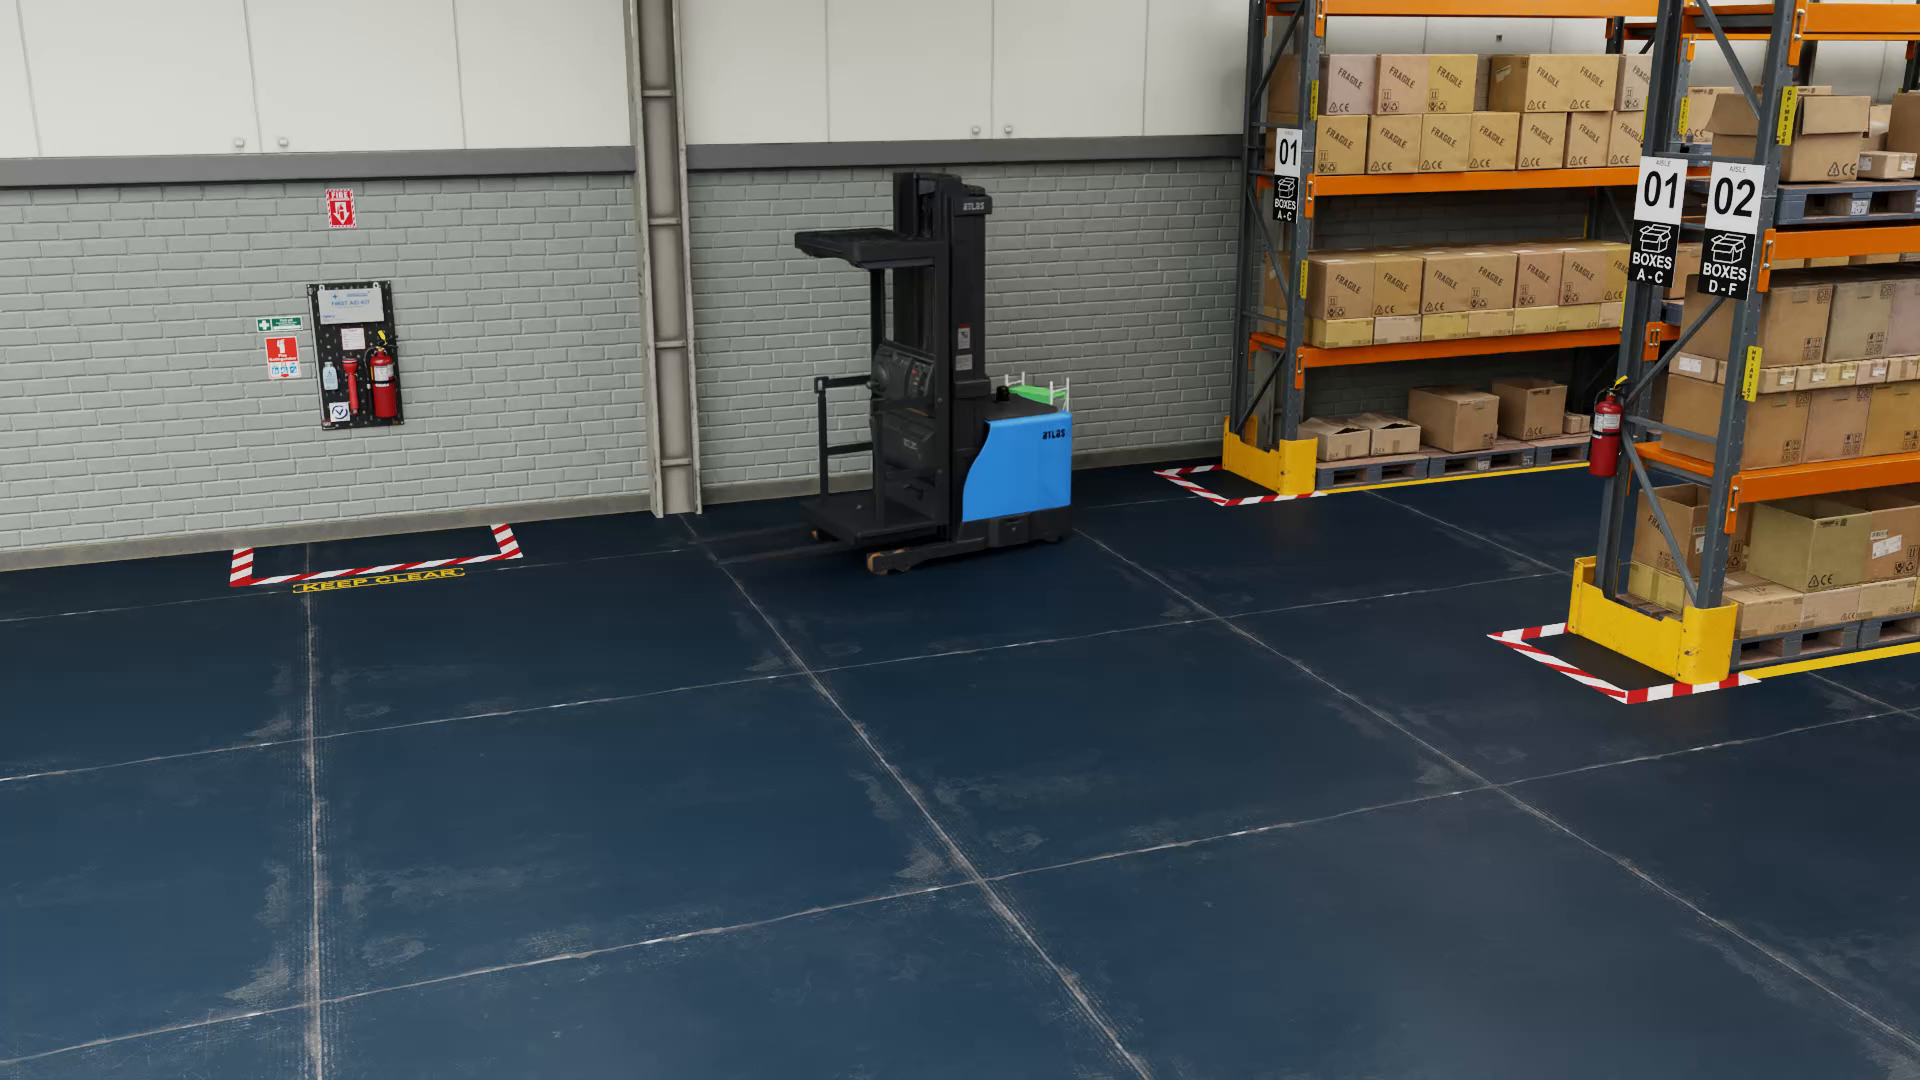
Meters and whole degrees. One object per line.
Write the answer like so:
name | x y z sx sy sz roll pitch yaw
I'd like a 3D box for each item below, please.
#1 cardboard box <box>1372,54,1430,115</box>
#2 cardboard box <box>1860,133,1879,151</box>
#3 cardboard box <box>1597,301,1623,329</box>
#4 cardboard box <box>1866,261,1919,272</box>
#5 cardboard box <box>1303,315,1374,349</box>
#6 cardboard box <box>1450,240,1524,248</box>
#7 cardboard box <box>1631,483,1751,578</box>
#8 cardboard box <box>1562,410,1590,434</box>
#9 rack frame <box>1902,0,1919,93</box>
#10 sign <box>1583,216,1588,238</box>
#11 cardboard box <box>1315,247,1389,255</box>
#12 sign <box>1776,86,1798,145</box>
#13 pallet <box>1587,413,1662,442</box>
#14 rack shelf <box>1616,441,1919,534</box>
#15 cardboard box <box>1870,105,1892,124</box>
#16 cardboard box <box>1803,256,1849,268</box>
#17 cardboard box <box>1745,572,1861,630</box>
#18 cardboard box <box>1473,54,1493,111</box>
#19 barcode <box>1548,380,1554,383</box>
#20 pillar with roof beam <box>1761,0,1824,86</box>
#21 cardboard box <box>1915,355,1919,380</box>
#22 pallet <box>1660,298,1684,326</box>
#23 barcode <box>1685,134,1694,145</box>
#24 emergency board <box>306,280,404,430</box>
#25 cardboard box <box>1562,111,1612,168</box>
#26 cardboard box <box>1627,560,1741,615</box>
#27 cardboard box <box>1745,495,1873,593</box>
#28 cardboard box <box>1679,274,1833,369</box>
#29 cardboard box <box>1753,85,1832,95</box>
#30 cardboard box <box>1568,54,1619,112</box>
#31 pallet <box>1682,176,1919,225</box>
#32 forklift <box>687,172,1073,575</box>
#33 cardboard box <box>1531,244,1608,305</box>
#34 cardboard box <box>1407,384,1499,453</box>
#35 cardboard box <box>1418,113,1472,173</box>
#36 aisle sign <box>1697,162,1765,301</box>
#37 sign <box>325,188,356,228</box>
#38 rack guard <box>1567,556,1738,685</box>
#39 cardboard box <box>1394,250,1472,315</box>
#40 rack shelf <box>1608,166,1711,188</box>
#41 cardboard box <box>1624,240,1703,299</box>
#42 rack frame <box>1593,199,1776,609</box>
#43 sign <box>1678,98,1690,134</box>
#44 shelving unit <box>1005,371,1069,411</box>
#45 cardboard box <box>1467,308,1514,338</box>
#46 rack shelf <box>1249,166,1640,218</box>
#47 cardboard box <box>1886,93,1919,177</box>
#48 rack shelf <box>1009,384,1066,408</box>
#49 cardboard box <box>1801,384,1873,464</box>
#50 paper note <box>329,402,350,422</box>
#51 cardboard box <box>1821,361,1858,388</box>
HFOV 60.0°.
cardboard box | 3.727 -3.985 14.533 0.500 0.500 0.500 -6 18 -21
cardboard box | 5.551 -2.515 10.786 0.500 0.250 0.500 -6 17 -20
cardboard box | 6.195 -2.210 16.029 0.500 0.250 0.500 -6 17 -20
cardboard box | 6.487 -1.569 11.136 0.500 0.500 0.700 -6 17 -20
cardboard box | 3.363 -1.899 14.973 0.500 0.250 0.500 -7 18 -22
cardboard box | 5.063 -2.604 16.043 0.500 0.500 0.500 -6 17 -19
cardboard box | 4.964 -0.068 11.308 0.500 0.500 0.500 -6 17 -20
cardboard box | 6.040 -1.189 16.572 0.250 0.166 0.380 -9 18 -27
rack frame | 10.264 -5.681 16.973 0.127 3.000 1.000 -6 17 -20
sign | 6.327 -3.101 16.778 0.005 0.325 0.100 -6 17 -20
cardboard box | 3.631 -2.445 15.501 0.500 0.500 0.500 -6 17 -19
sign | 4.763 -2.443 9.579 0.005 0.325 0.100 -6 17 -20
pallet | 7.255 -1.140 17.107 1.213 0.211 1.003 -6 17 -20
rack shelf | 6.437 -0.550 11.423 4.000 0.370 1.077 -6 17 -20
cardboard box | 9.020 -4.195 17.017 0.637 0.503 0.797 -4 17 -12
cardboard box | 8.673 -2.880 17.124 0.500 0.500 0.700 -6 17 -20
cardboard box | 5.616 0.378 11.123 0.500 0.250 0.500 -6 17 -20
cardboard box | 4.549 -4.235 15.386 0.500 0.500 0.500 -6 17 -20
barcode | 5.939 -1.573 16.720 0.075 0.075 0.001 -6 17 -20
pillar with roof beam | 10.281 -4.645 13.445 0.400 9.000 9.100 -6 17 -20
cardboard box | 6.215 -1.166 10.915 0.250 0.149 0.380 -6 18 -21
pallet | 7.295 -2.346 16.604 1.213 0.211 1.003 -6 17 -20
barcode | 4.679 -2.568 10.666 0.075 0.075 0.001 -6 17 -20
emergency board | -4.786 -1.450 13.213 0.643 1.169 0.194 -6 17 -20
cardboard box | 5.669 -3.733 15.449 0.500 0.500 0.500 -8 18 -25
cardboard box | 4.965 0.293 11.412 0.500 0.250 0.500 -6 17 -20
cardboard box | 5.616 0.018 11.016 0.500 0.500 0.500 -6 17 -20
cardboard box | 5.060 -1.413 10.605 0.500 0.500 0.700 -6 17 -20
cardboard box | 8.220 -4.247 16.489 0.500 0.500 0.500 -7 18 -22
cardboard box | 5.647 -4.196 15.251 0.500 0.500 0.500 -5 17 -17
pallet | 5.239 -2.154 10.444 1.213 0.211 1.003 -6 17 -20
forklift | -0.622 -1.309 12.855 3.031 2.935 1.130 -9 19 -28
cardboard box | 5.734 -2.516 15.742 0.500 0.500 0.500 -6 17 -20
cardboard box | 4.707 -1.172 15.922 0.500 0.500 0.700 -7 18 -24
cardboard box | 4.193 -3.559 14.857 0.500 0.500 0.500 -5 17 -18
aisle sign | 4.618 -1.853 9.972 0.004 0.787 0.394 -6 17 -20
sign | -4.829 -2.588 12.973 0.199 0.298 0.001 -6 17 -20
rack guard | 4.547 0.509 10.979 0.348 0.500 1.175 -6 17 -20
cardboard box | 4.297 -2.360 15.212 0.500 0.500 0.500 -7 18 -22
rack shelf | 8.396 -3.695 16.811 4.000 0.370 1.077 -6 17 -20
cardboard box | 7.016 -2.701 16.513 0.500 0.500 0.700 -6 17 -20
rack frame | 4.570 -0.693 10.635 0.127 3.000 1.000 -6 17 -20
sign | 6.730 -3.945 15.466 0.005 0.325 0.100 -6 17 -20
shelving unit | 0.650 -0.805 14.211 0.503 1.200 0.258 14 22 40
cardboard box | 4.793 -2.056 15.505 0.500 0.250 0.500 -6 17 -20
rack shelf | 4.661 -3.292 15.437 4.000 0.370 1.077 -6 17 -20
cardboard box | 6.218 -2.545 10.445 0.500 0.500 0.500 -6 17 -20
rack shelf | 0.650 -1.205 14.094 0.480 0.148 0.258 14 22 40
cardboard box | 5.499 -0.839 10.954 0.500 0.500 0.700 -6 17 -19
paper note | -4.976 -1.028 13.338 0.142 0.148 0.016 -6 17 -20
cardboard box | 5.492 -1.087 10.649 0.250 0.149 0.380 -6 17 -20
